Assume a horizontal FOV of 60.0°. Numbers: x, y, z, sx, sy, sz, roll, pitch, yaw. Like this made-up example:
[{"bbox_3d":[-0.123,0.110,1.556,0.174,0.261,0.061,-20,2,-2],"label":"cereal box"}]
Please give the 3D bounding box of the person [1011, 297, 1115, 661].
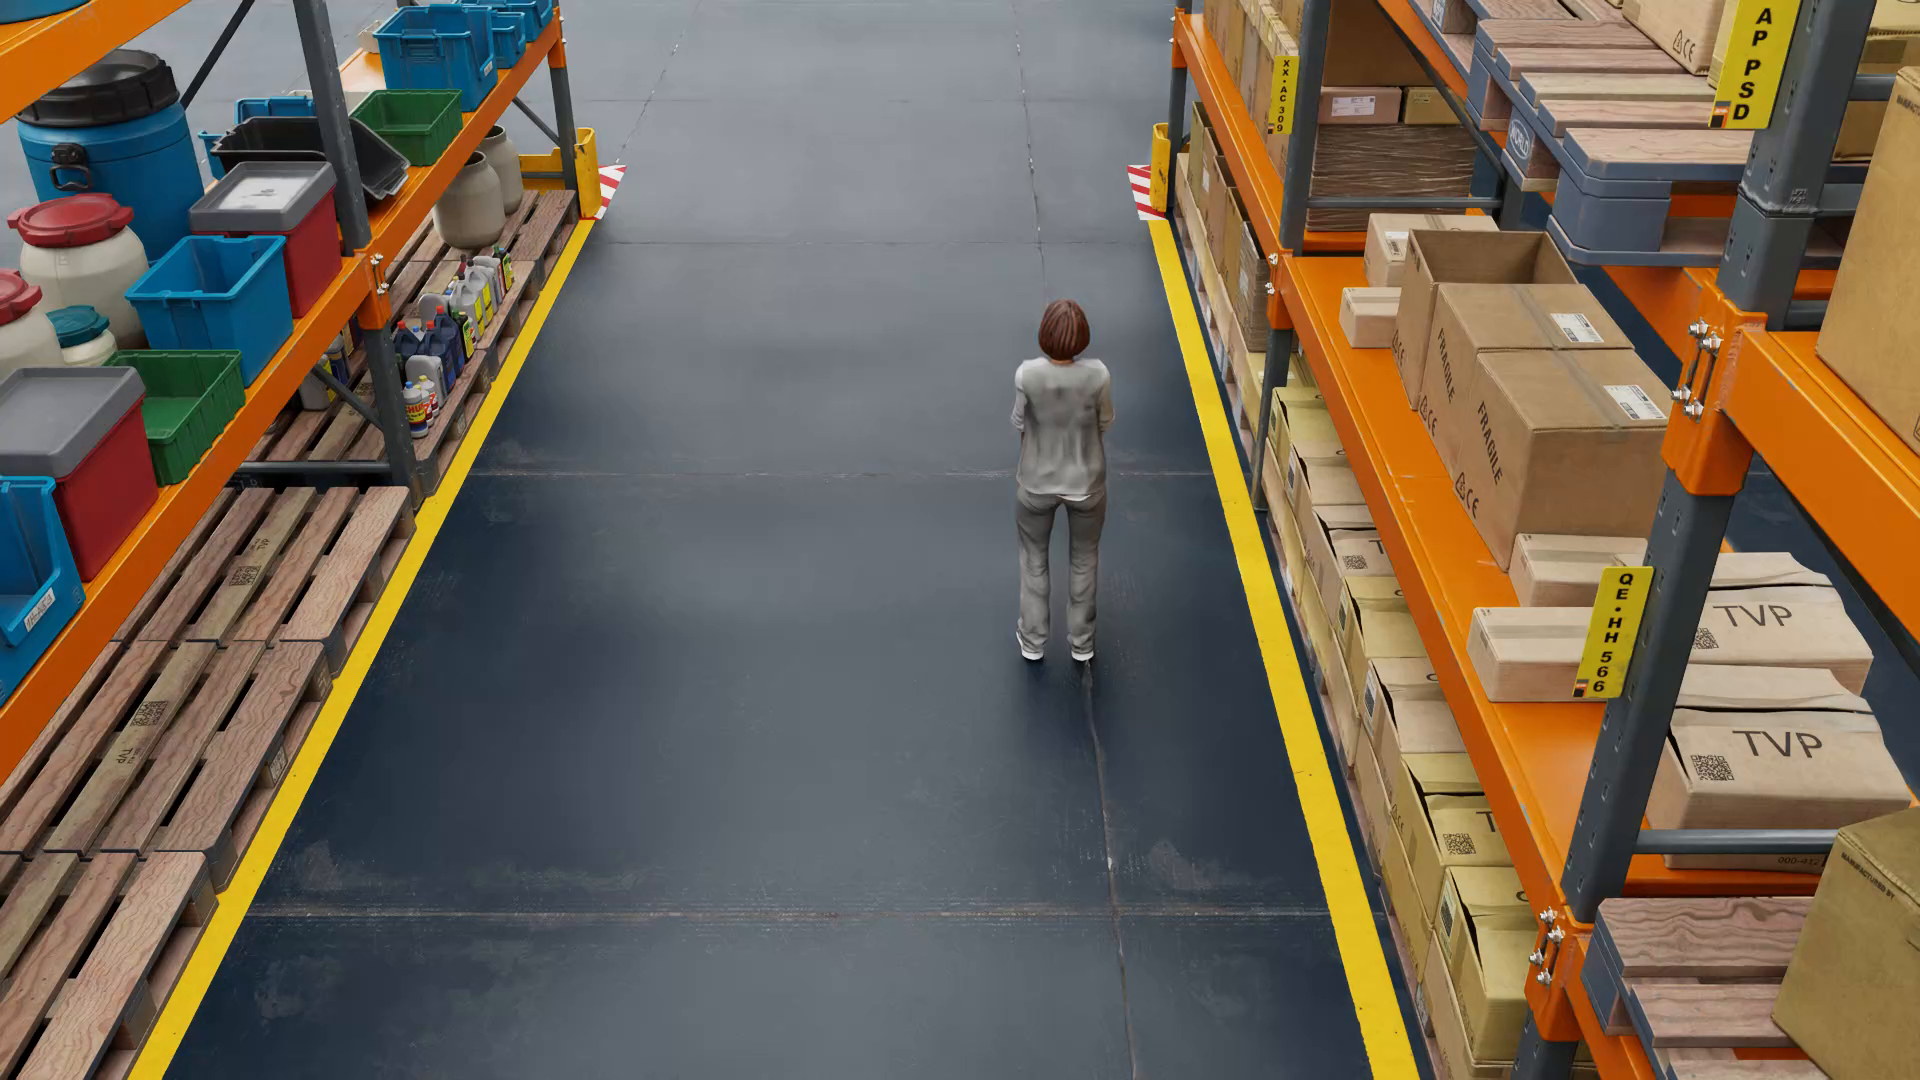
[{"bbox_3d":[0.399,-0.265,6.576,0.404,1.594,0.494,1,32,1],"label":"person"}]
